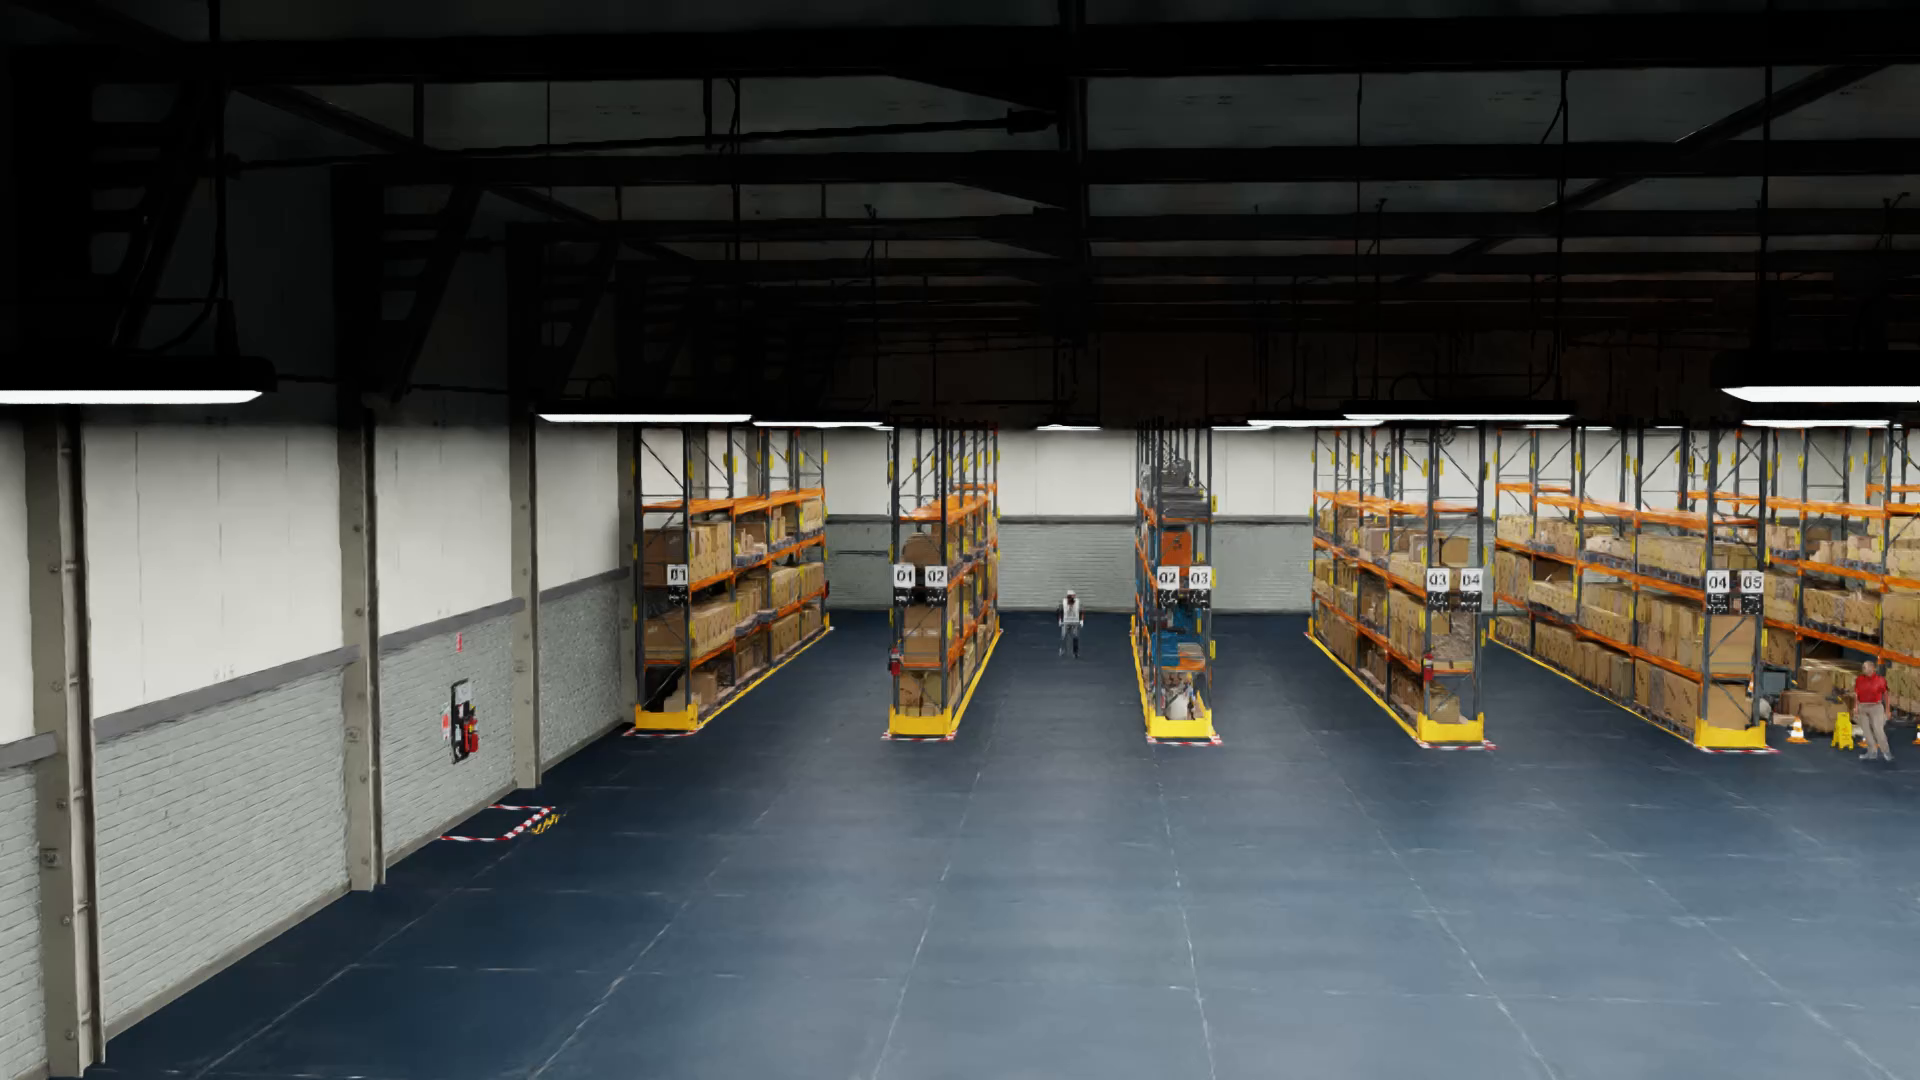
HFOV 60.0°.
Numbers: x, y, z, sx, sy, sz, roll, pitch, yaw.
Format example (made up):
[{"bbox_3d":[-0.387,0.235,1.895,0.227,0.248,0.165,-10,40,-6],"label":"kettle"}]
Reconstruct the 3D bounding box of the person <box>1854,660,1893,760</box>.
[{"bbox_3d":[15.964,2.967,29.039,0.475,1.723,0.664,-2,4,-34],"label":"person"}]

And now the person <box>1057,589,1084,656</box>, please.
[{"bbox_3d":[2.806,2.106,42.271,0.689,1.734,0.549,0,4,4],"label":"person"}]
